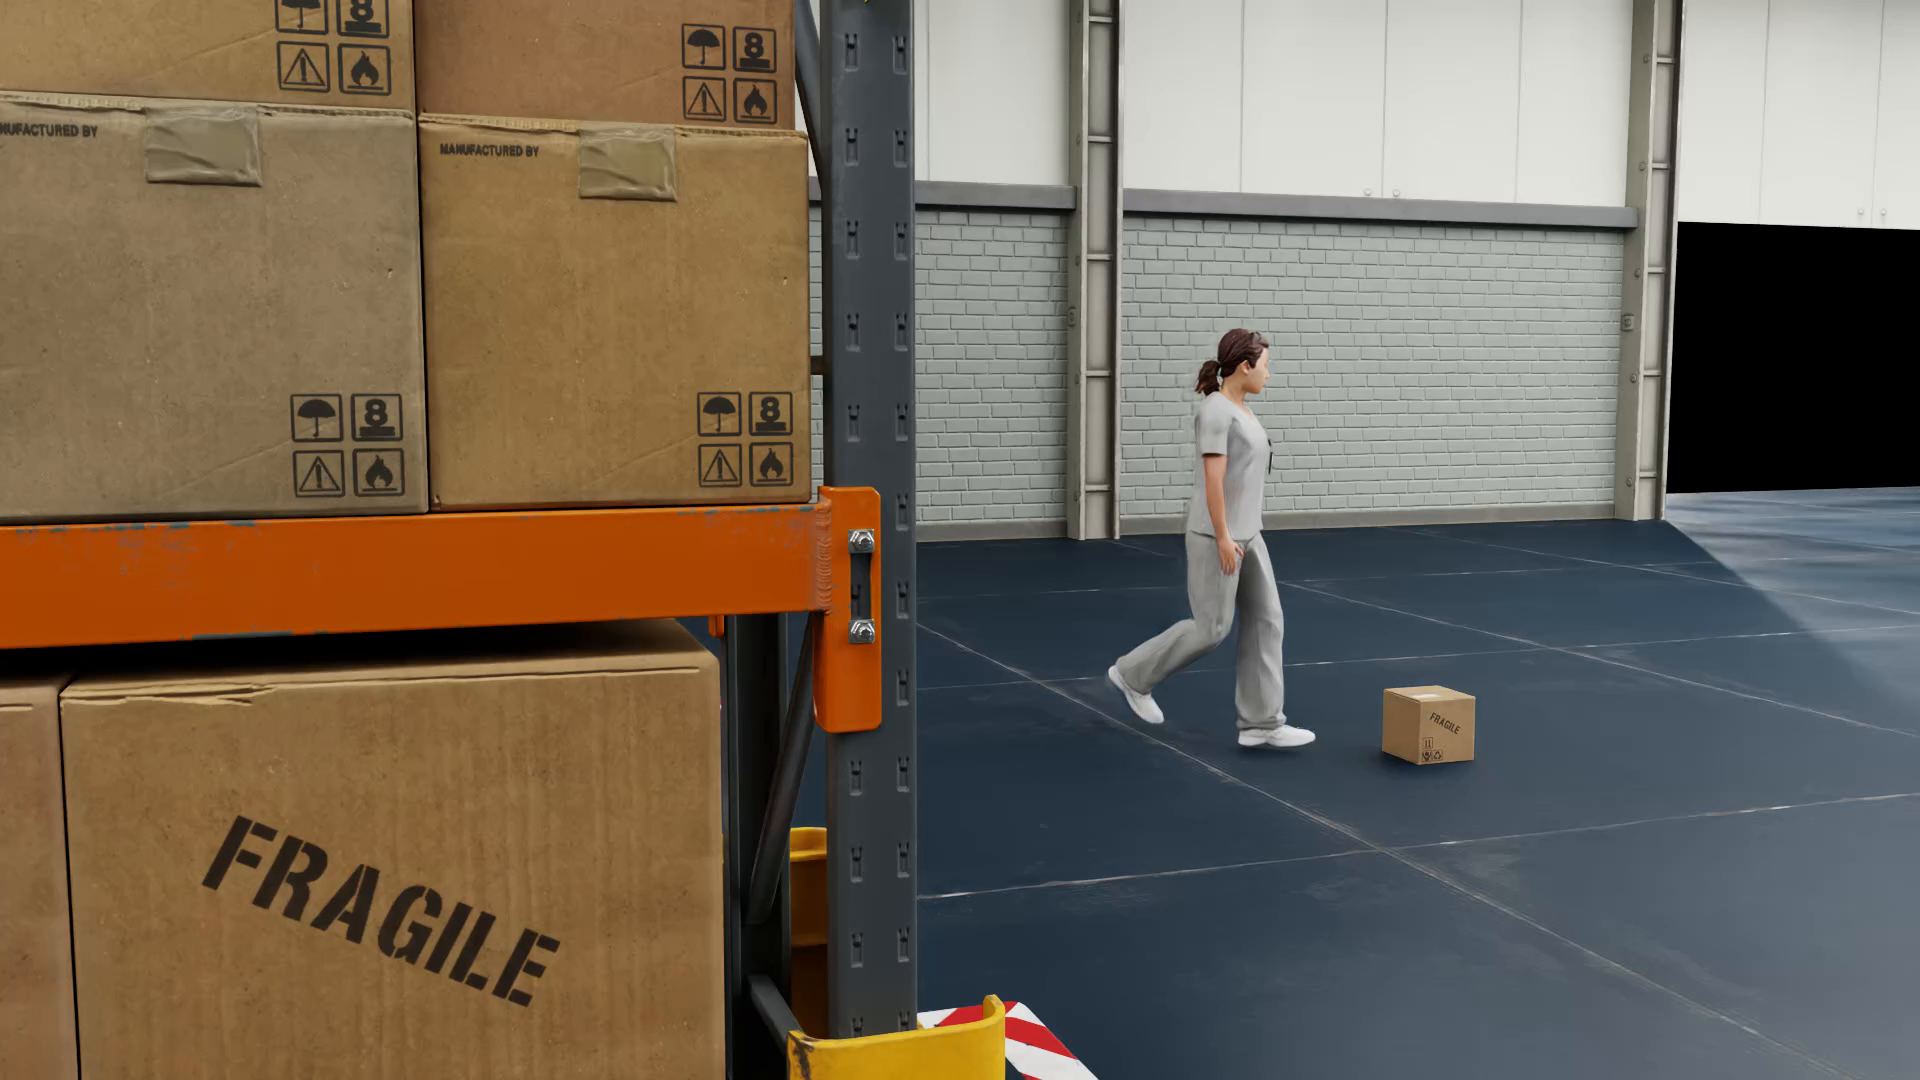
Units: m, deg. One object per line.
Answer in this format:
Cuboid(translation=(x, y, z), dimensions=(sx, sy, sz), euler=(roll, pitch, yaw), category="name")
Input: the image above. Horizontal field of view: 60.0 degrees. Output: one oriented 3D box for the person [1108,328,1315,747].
Cuboid(translation=(1.032, -0.016, 6.664), dimensions=(0.858, 1.651, 0.451), euler=(4, 7, 33), category="person")
